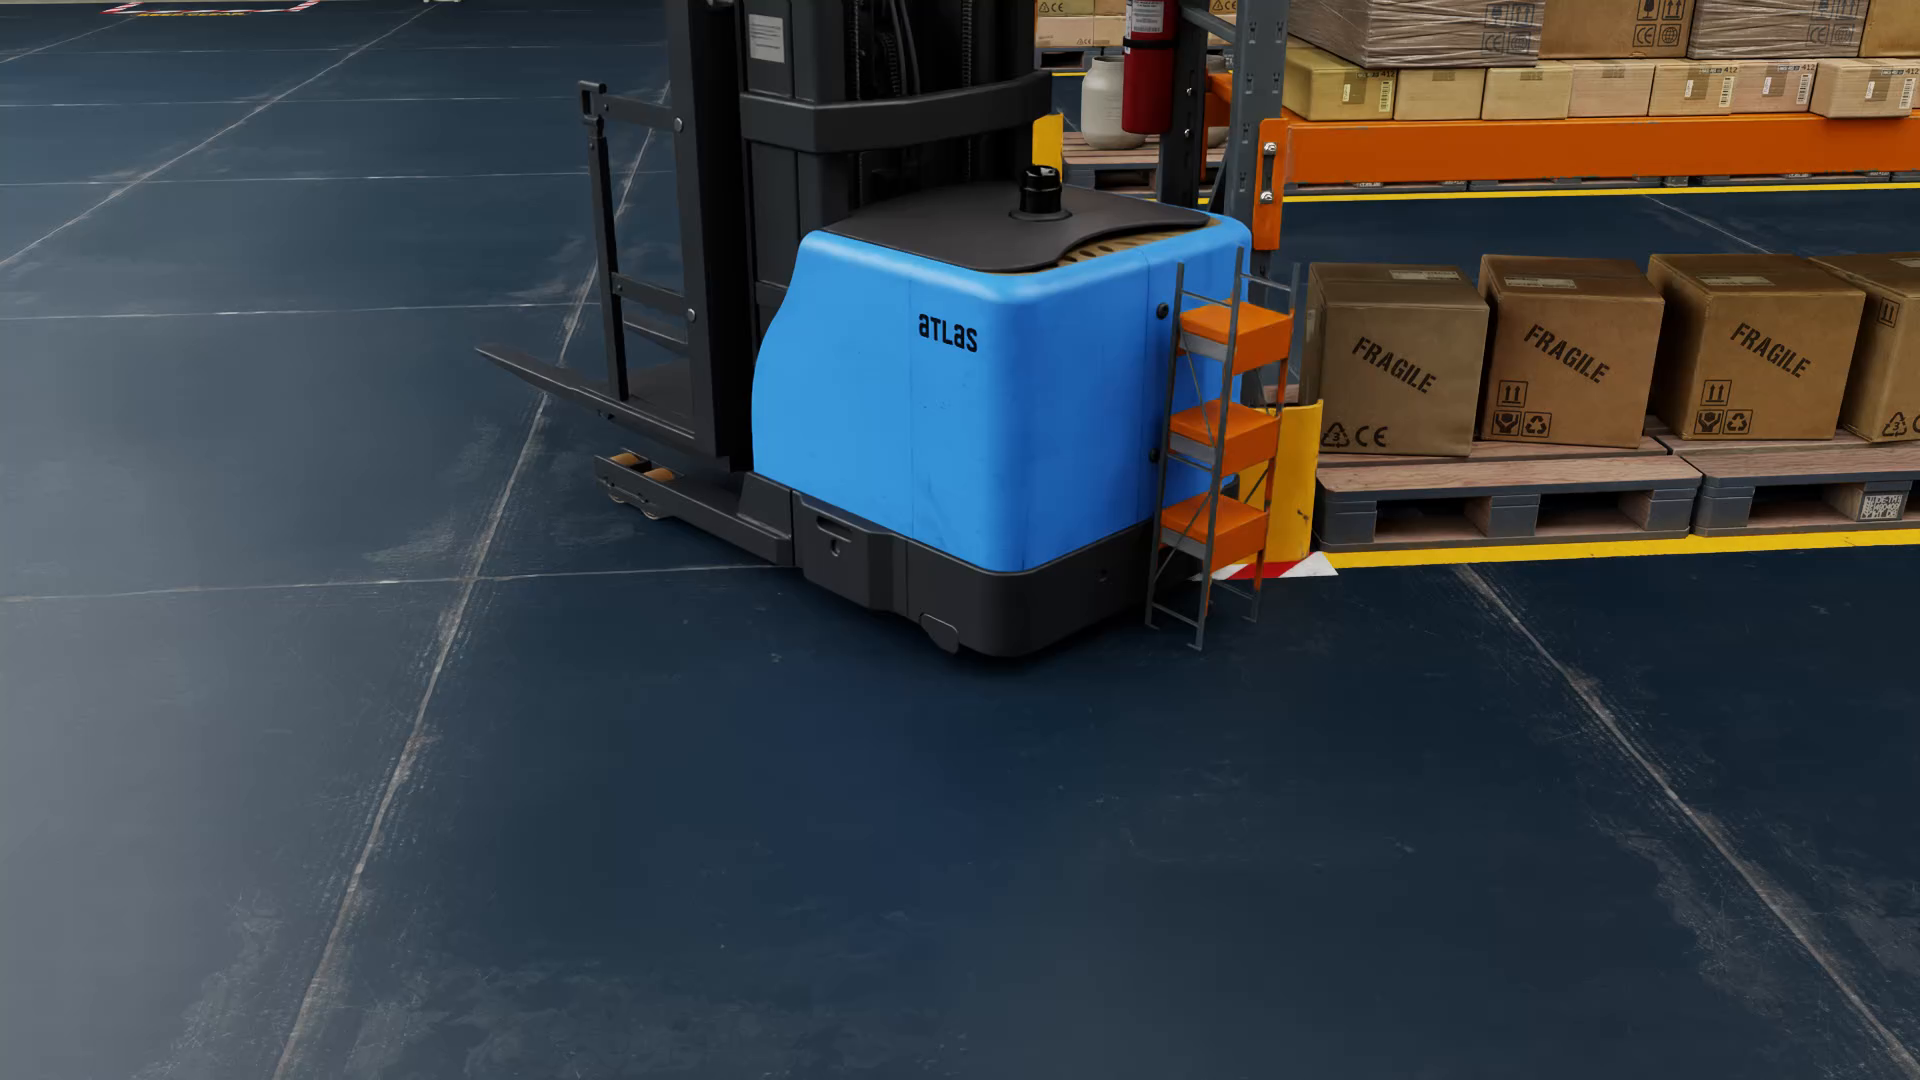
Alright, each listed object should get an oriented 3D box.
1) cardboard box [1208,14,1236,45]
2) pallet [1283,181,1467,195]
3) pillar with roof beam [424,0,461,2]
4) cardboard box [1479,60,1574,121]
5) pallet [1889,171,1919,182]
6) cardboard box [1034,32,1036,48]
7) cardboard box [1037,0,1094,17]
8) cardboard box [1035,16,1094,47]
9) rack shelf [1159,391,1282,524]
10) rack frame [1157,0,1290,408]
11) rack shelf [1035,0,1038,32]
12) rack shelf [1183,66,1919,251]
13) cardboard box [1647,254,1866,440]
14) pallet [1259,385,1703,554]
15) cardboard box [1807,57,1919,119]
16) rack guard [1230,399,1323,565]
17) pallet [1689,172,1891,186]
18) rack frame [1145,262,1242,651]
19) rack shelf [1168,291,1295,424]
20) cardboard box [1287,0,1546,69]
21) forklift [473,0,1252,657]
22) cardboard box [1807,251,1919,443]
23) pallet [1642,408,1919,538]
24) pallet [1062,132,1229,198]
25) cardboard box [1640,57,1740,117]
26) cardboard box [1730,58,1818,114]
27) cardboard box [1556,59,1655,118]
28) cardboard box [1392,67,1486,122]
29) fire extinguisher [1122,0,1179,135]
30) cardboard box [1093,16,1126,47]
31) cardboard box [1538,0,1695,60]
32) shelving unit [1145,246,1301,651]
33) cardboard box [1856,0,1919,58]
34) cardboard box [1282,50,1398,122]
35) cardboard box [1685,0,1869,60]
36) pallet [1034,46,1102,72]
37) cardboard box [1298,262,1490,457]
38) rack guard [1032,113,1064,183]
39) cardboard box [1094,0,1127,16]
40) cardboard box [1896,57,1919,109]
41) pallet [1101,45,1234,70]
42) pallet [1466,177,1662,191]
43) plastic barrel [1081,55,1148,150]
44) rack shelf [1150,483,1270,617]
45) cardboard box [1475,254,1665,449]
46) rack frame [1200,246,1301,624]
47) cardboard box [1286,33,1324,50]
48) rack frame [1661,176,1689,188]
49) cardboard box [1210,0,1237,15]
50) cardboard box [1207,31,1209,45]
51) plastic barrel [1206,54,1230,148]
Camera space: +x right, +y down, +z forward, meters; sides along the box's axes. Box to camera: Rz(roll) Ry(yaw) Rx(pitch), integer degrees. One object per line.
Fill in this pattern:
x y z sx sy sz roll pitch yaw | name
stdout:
2.360 -4.484 14.513 0.500 0.250 0.500 -2 24 -5 | cardboard box
2.389 -2.361 10.301 1.213 0.211 1.003 -2 24 -5 | pallet
-5.612 -8.679 13.697 0.400 9.000 9.100 -2 24 -5 | pillar with roof beam
1.592 -1.340 4.880 0.250 0.149 0.380 -2 24 -5 | cardboard box
6.273 -2.518 10.654 1.213 0.211 1.003 -2 24 -5 | pallet
0.370 -4.404 14.334 0.500 0.250 0.500 -2 24 -5 | cardboard box
0.867 -4.768 14.228 0.500 0.500 0.500 -2 24 -5 | cardboard box
0.867 -4.426 14.382 0.500 0.250 0.500 -2 24 -5 | cardboard box
0.697 -0.226 4.479 0.240 0.259 0.215 -21 34 -39 | rack shelf
0.784 -1.533 5.006 0.127 3.000 1.000 -2 24 -5 | rack frame
2.288 -3.286 9.836 4.000 0.370 1.077 -2 24 -5 | rack shelf
2.775 -1.284 5.332 4.000 0.370 1.077 -2 24 -5 | rack shelf
2.624 -0.656 5.593 0.500 0.500 0.500 0 24 0 | cardboard box
1.672 -0.280 5.620 1.213 0.211 1.003 -2 24 -5 | pallet
2.594 -1.354 4.913 0.250 0.149 0.380 -2 24 -5 | cardboard box
0.860 -0.394 5.521 0.348 0.500 1.175 -2 24 -5 | rack guard
5.056 -2.468 10.542 1.213 0.211 1.003 -2 24 -5 | pallet
0.609 -0.201 4.398 0.008 1.050 0.200 -21 34 -39 | rack frame
0.706 -0.481 4.355 0.240 0.259 0.215 -21 34 -39 | rack shelf
1.335 -1.726 4.950 0.500 0.500 0.875 -2 24 -5 | cardboard box
-0.566 -1.534 5.093 1.130 2.935 3.031 -22 32 -40 | forklift
3.184 -0.660 5.603 0.500 0.500 0.500 -4 24 -10 | cardboard box
2.883 -0.327 5.727 1.213 0.211 1.003 -2 24 -5 | pallet
1.178 -2.313 10.194 1.213 0.211 1.003 -2 24 -5 | pallet
2.089 -1.365 4.937 0.250 0.149 0.380 -2 24 -5 | cardboard box
2.335 -1.386 4.984 0.250 0.149 0.380 -2 24 -5 | cardboard box
1.839 -1.358 4.921 0.250 0.149 0.380 -2 24 -5 | cardboard box
1.342 -1.336 4.871 0.250 0.149 0.380 -2 24 -5 | cardboard box
0.625 -1.679 5.431 0.183 0.674 0.296 -2 24 -5 | fire extinguisher
1.365 -4.446 14.427 0.500 0.250 0.500 -2 24 -5 | cardboard box
1.820 -1.794 5.104 0.500 0.500 0.875 -2 24 -5 | cardboard box
0.697 -0.235 4.474 0.252 1.050 0.215 -21 34 -39 | shelving unit
2.821 -1.812 5.144 0.500 0.500 0.875 -2 24 -5 | cardboard box
1.092 -1.333 4.866 0.250 0.149 0.380 -2 24 -5 | cardboard box
2.322 -1.797 5.110 0.500 0.500 0.875 -2 24 -5 | cardboard box
0.571 -4.311 14.688 1.213 0.211 1.003 -2 24 -5 | pallet
1.408 -0.601 5.469 0.500 0.500 0.500 2 24 5 | cardboard box
0.369 -2.415 10.068 0.348 0.500 1.175 -2 24 -5 | rack guard
1.364 -4.793 14.285 0.500 0.500 0.500 -2 24 -5 | cardboard box
2.830 -1.418 5.056 0.250 0.149 0.380 -2 24 -5 | cardboard box
1.783 -4.358 14.795 1.213 0.211 1.003 -2 24 -5 | pallet
3.606 -2.411 10.414 1.213 0.211 1.003 -2 24 -5 | pallet
0.945 -2.647 10.059 0.421 0.512 0.421 0 24 0 | plastic barrel
0.688 0.024 4.600 0.240 0.259 0.215 -21 34 -39 | rack shelf
1.999 -0.639 5.554 0.500 0.500 0.500 4 24 9 | cardboard box
0.786 -0.269 4.551 0.008 1.050 0.200 -21 34 -39 | rack frame
1.048 -1.513 5.271 0.250 0.149 0.380 -2 24 -5 | cardboard box
4.278 -3.695 9.870 0.127 3.000 1.000 -2 24 -5 | rack frame
2.359 -4.832 14.372 0.500 0.500 0.500 -2 24 -5 | cardboard box
1.863 -4.464 14.467 0.500 0.250 0.500 -2 24 -5 | cardboard box
1.444 -2.667 10.104 0.421 0.512 0.421 0 24 0 | plastic barrel
